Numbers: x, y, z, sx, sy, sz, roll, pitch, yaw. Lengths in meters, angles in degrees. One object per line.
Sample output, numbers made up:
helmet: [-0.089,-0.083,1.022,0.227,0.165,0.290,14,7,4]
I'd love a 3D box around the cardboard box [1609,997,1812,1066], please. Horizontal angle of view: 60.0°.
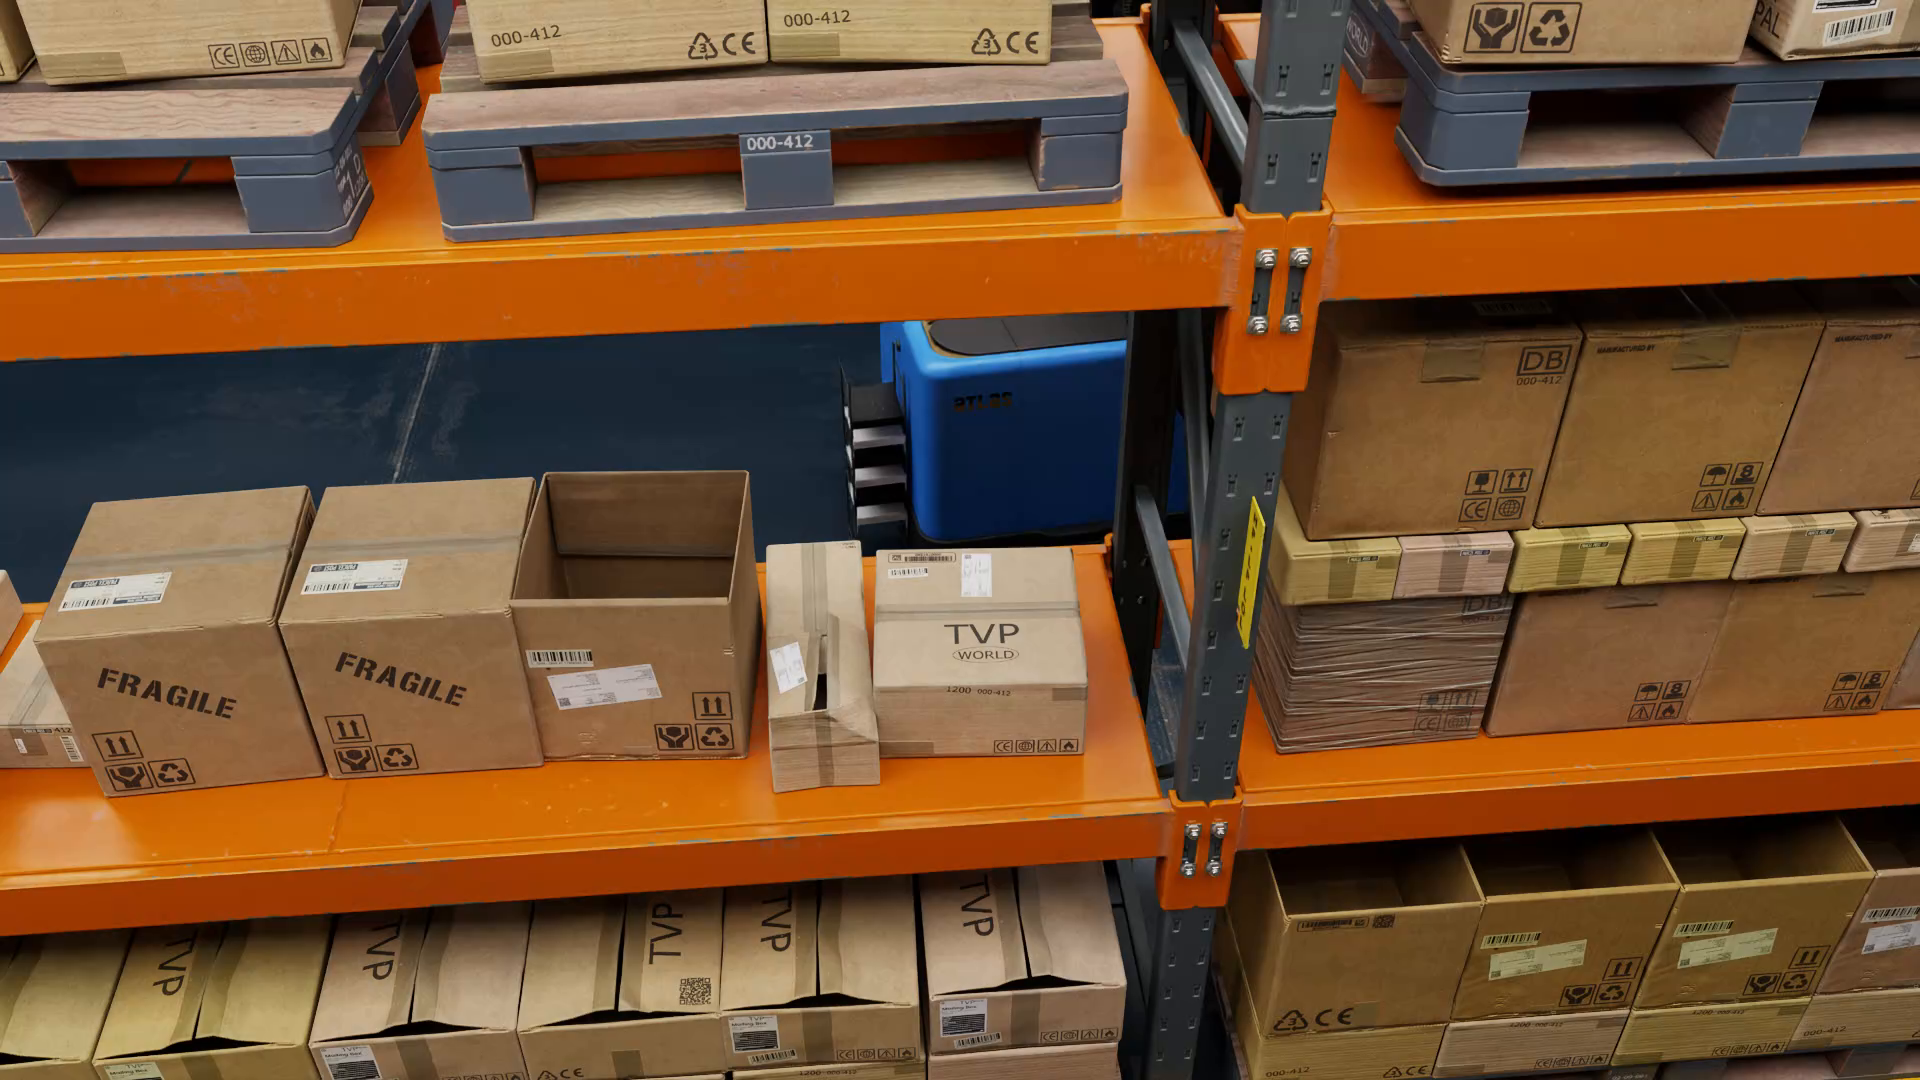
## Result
cardboard box: [2.015,1.185,4.707,0.500,0.250,0.500,-3,38,-4]

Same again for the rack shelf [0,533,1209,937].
rack shelf: [-1.463,0.549,4.213,4.000,0.370,1.077,-3,38,-4]

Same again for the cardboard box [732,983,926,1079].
cardboard box: [-0.362,1.300,4.561,0.500,0.250,0.500,-4,38,-5]

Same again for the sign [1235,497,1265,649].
sign: [0.587,0.068,3.371,0.005,0.325,0.100,-3,38,-4]

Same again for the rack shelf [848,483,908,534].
rack shelf: [-0.327,-0.140,6.545,0.200,0.077,0.258,-7,39,-9]

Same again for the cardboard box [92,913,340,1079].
cardboard box: [-1.877,1.163,4.282,0.500,0.311,0.500,-4,38,-5]

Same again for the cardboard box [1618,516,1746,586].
cardboard box: [1.582,-0.076,3.821,0.250,0.149,0.380,-3,38,-4]

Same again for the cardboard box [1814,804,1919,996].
cardboard box: [2.513,0.862,4.512,0.500,0.500,0.500,-3,38,-4]

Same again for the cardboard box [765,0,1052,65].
cardboard box: [-0.086,-1.098,3.081,0.500,0.250,0.500,1,38,1]

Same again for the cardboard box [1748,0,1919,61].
cardboard box: [1.592,-1.100,2.920,0.500,0.311,0.500,-5,39,-6]

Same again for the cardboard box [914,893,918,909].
cardboard box: [0.105,0.941,5.016,0.500,0.250,0.500,-4,38,-5]

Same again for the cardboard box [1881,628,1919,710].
cardboard box: [2.505,0.003,4.244,0.500,0.500,0.700,-2,38,-3]

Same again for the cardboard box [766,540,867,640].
cardboard box: [-0.372,0.178,4.305,0.250,0.149,0.380,-3,38,-4]

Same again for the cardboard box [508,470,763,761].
cardboard box: [-0.762,0.179,4.021,0.500,0.500,0.500,-1,38,-1]

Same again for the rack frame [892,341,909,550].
rack frame: [-0.227,-0.320,6.429,0.006,0.900,0.240,-7,39,-9]

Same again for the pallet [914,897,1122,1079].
pallet: [-0.201,1.316,4.911,1.213,0.211,1.003,-3,38,-4]

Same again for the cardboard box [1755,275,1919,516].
cardboard box: [1.973,-0.475,3.802,0.500,0.500,0.700,-3,38,-4]

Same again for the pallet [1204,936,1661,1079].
pallet: [1.325,1.234,5.015,1.213,0.211,1.003,-3,38,-4]

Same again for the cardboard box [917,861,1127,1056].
cardboard box: [0.151,1.051,4.425,0.500,0.311,0.500,-3,38,-4]

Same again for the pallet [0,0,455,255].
pallet: [-1.673,-0.882,3.177,1.213,0.211,1.003,-1,38,-2]

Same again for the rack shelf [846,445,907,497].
rack shelf: [-0.327,-0.281,6.434,0.200,0.077,0.258,-7,39,-9]

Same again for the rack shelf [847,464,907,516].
rack shelf: [-0.327,-0.211,6.489,0.200,0.077,0.258,-7,39,-9]

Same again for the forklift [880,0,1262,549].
forklift: [1.234,-1.392,6.148,3.031,2.935,1.130,-7,39,-9]

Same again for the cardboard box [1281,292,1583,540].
cardboard box: [0.971,-0.420,3.732,0.500,0.500,0.700,-3,38,-4]

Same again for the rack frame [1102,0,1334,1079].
rack frame: [0.529,0.157,4.129,0.127,3.000,1.000,-3,38,-4]

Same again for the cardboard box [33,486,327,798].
cardboard box: [-1.785,0.235,3.949,0.500,0.500,0.500,-5,39,-6]

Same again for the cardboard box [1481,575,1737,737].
cardboard box: [1.495,0.057,4.176,0.500,0.500,0.700,-4,38,-4]

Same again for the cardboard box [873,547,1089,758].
cardboard box: [0.043,0.270,4.107,0.500,0.250,0.500,-1,38,-1]

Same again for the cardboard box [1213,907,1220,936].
cardboard box: [0.972,0.912,5.054,0.500,0.250,0.500,-3,38,-4]

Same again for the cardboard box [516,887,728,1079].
cardboard box: [-0.864,1.109,4.351,0.500,0.311,0.500,-3,38,-4]

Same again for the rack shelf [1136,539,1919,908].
rack shelf: [2.521,0.330,4.491,4.000,0.370,1.077,-3,38,-4]

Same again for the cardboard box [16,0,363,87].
cardboard box: [-1.381,-1.059,3.031,0.500,0.250,0.500,-6,39,-8]

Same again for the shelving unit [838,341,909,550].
shelving unit: [-0.327,-0.307,6.413,0.210,0.900,0.258,-7,39,-9]

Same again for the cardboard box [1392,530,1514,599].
cardboard box: [1.064,-0.046,3.782,0.250,0.149,0.380,-3,38,-3]

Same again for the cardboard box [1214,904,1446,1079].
cardboard box: [1.018,1.234,4.646,0.500,0.250,0.500,-3,38,-4]

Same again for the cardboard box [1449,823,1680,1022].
cardboard box: [1.516,0.913,4.447,0.500,0.500,0.500,-3,38,-4]

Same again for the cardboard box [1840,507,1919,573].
cardboard box: [2.097,-0.105,3.857,0.250,0.149,0.380,-4,38,-5]
